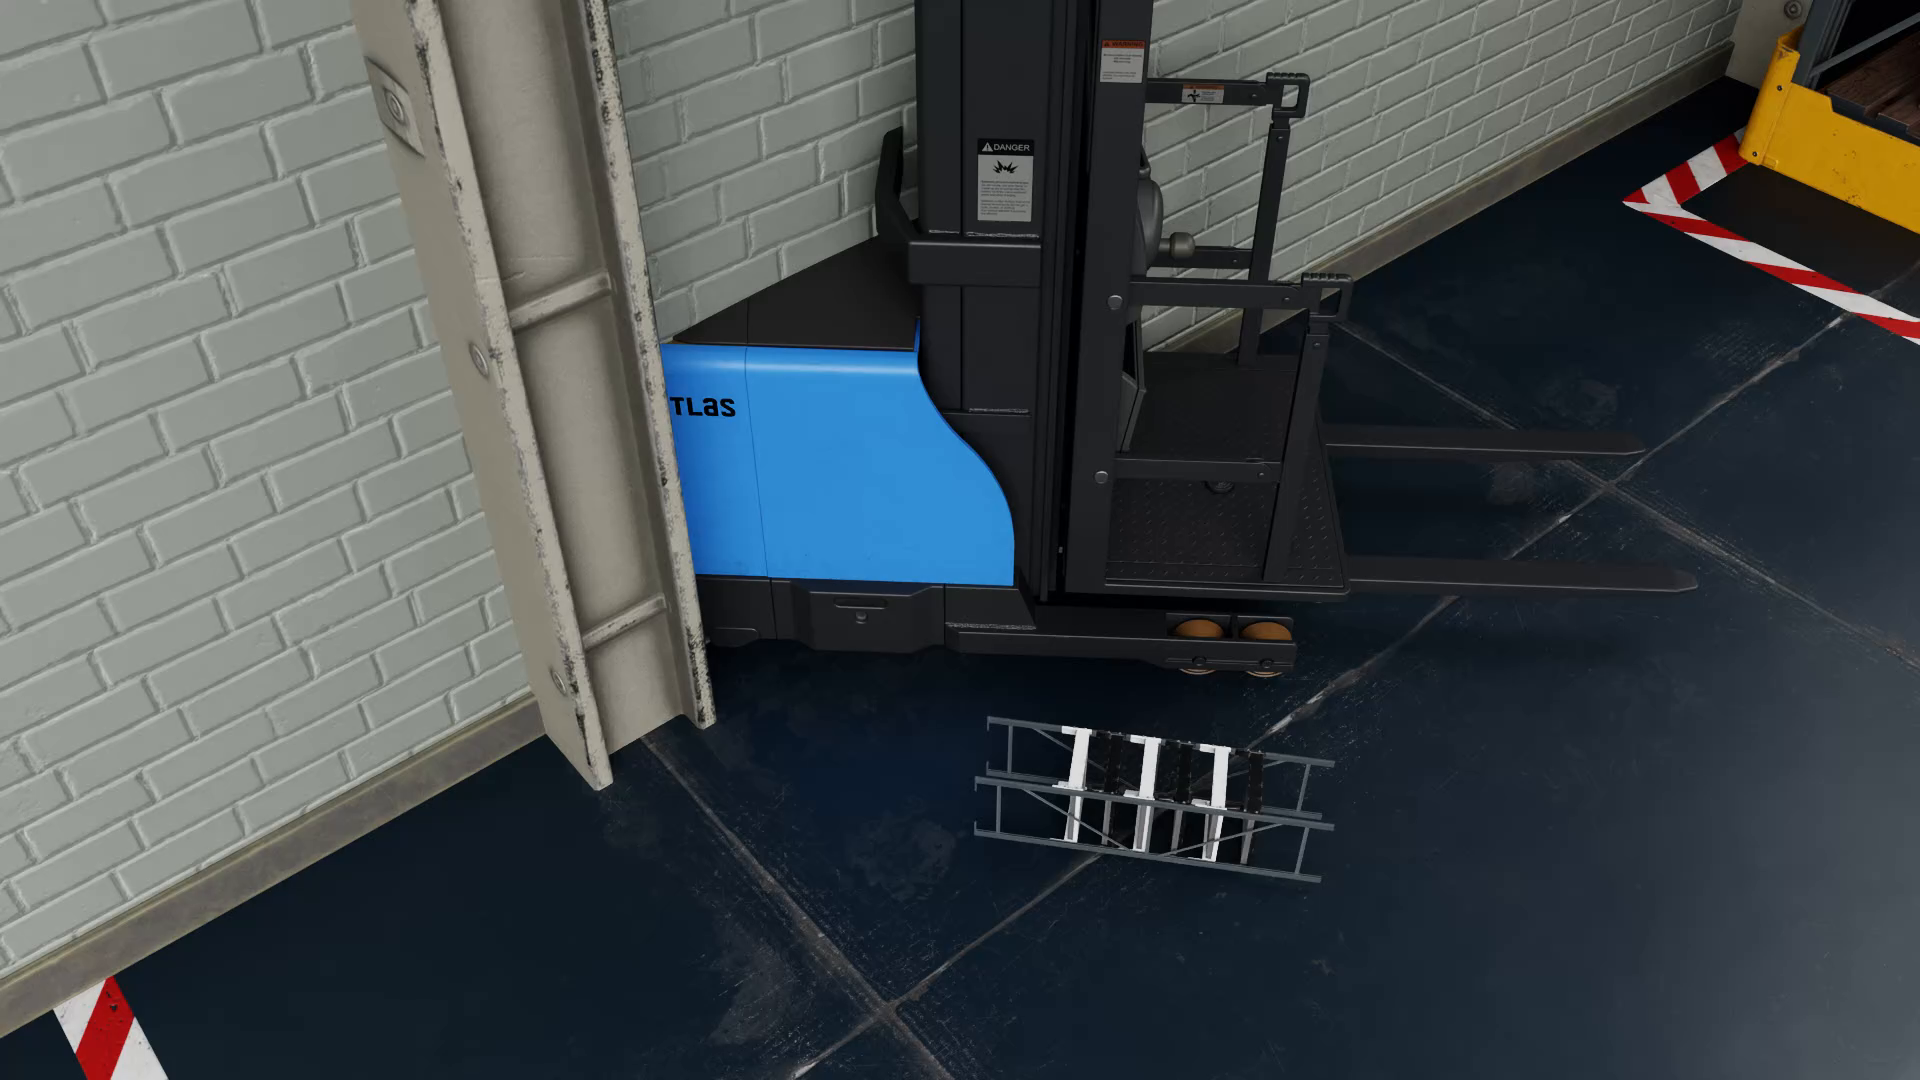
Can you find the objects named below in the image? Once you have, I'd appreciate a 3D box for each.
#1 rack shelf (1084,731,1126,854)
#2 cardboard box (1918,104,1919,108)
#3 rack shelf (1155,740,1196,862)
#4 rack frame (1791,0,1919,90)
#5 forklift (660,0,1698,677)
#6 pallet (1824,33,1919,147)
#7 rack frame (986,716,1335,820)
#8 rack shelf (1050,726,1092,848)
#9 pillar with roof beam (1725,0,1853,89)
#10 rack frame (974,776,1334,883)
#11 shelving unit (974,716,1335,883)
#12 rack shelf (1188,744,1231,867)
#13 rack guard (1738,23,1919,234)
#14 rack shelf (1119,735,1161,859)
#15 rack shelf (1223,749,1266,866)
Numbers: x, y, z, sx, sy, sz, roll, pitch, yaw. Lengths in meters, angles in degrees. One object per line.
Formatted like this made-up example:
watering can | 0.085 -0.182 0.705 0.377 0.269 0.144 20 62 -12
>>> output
rack shelf | 0.377 0.657 4.335 0.077 0.258 0.200 7 44 7
cardboard box | 4.274 -1.887 6.711 0.500 0.311 0.500 33 52 30
rack shelf | 0.554 0.678 4.313 0.077 0.258 0.200 7 44 7
rack frame | 3.685 -2.450 5.668 0.127 3.000 1.000 -30 51 -28
forklift | 0.627 -1.047 4.224 3.031 2.935 1.130 2 43 2
pallet | 4.389 -1.806 7.018 1.213 0.211 1.003 -30 51 -28
rack frame | 0.516 0.603 4.393 0.900 0.240 0.006 7 44 7
rack shelf | 0.288 0.647 4.346 0.077 0.258 0.200 7 44 7
pillar with roof beam | 6.429 -3.138 2.018 0.400 9.000 9.100 -30 51 -28
rack frame | 0.482 0.740 4.247 0.900 0.240 0.006 7 44 7
shelving unit | 0.499 0.671 4.320 0.900 0.258 0.210 7 44 7
rack shelf | 0.643 0.688 4.302 0.077 0.258 0.200 7 44 7
rack guard | 3.744 -1.573 6.559 0.348 0.500 1.175 -30 51 -28
rack shelf | 0.466 0.668 4.324 0.077 0.258 0.200 7 44 7
rack shelf | 0.732 0.699 4.291 0.077 0.258 0.200 7 44 7
